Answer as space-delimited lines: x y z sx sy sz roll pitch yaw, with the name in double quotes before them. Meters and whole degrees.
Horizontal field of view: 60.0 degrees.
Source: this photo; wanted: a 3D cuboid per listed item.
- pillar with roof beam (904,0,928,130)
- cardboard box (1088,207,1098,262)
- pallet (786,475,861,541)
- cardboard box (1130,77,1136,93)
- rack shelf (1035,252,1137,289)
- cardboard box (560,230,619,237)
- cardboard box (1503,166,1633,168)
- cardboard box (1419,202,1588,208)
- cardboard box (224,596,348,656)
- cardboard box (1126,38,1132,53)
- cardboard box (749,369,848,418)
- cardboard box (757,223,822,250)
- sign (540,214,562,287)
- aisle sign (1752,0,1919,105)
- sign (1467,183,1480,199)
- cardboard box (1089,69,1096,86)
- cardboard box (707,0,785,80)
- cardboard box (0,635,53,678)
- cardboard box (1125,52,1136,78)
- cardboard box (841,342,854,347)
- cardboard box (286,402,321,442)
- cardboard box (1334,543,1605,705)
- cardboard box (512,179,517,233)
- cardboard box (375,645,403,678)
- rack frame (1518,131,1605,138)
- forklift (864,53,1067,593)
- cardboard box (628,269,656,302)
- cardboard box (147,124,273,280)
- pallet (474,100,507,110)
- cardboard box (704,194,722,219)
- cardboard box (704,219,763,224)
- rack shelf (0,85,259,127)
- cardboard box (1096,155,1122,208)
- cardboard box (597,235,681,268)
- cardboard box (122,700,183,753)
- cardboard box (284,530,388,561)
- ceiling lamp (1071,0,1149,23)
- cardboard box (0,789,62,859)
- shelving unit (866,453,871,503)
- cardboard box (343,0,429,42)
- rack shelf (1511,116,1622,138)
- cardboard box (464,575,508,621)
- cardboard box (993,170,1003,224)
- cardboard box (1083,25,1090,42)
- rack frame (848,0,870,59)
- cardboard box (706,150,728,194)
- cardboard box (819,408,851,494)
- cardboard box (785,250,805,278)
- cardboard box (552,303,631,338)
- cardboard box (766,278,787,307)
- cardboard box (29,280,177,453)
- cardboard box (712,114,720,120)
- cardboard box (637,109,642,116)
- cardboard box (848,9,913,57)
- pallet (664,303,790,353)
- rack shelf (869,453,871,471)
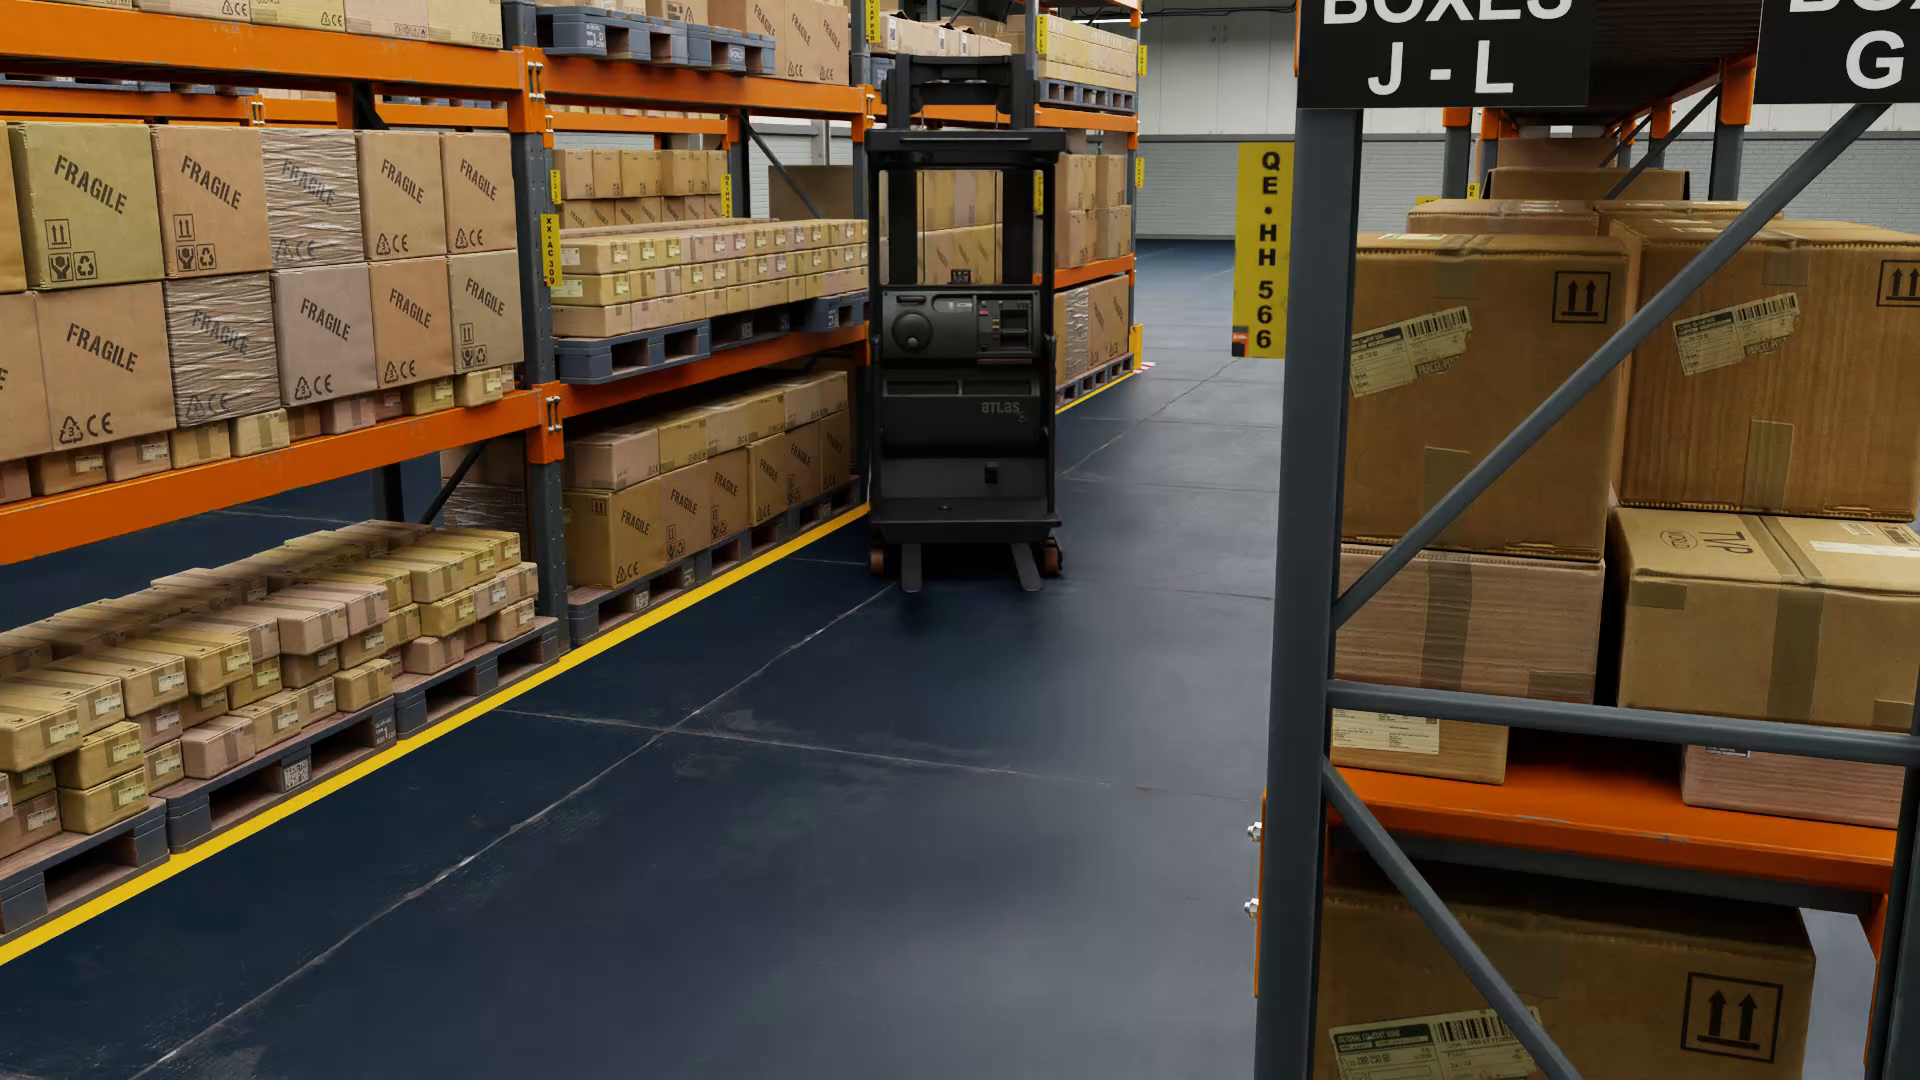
"pillar with roof beam" 2.842 -11.744 41.717 9.100 9.000 0.548 4 14 18
"cardboard box" 0.962 -3.231 17.566 0.875 0.550 0.550 4 14 18
"pallet" -1.347 -0.257 11.141 1.003 0.211 1.213 4 14 18
"cardboard box" 1.709 -4.965 18.153 0.380 0.149 0.250 4 14 18
"rack shelf" 0.849 -2.694 17.166 1.077 0.370 4.000 4 14 18
"cardboard box" -2.102 -1.628 9.162 0.380 0.149 0.250 4 13 17
"cardboard box" 3.316 -1.788 9.101 0.797 0.503 0.637 5 14 20
"cardboard box" 1.710 -0.813 5.290 0.500 0.500 0.500 4 14 18
"cardboard box" -2.608 0.330 6.429 0.380 0.149 0.250 4 13 16
"cardboard box" 1.626 -5.300 17.831 0.380 0.149 0.250 4 14 19
"cardboard box" -1.066 -0.970 10.985 0.500 0.250 0.500 4 13 17
"cardboard box" -1.068 -1.853 10.149 0.380 0.149 0.250 5 14 20
"sign" -1.871 -1.324 7.600 0.100 0.325 0.005 4 14 18
"aisle sign" 1.240 -0.949 2.063 0.394 0.787 0.004 4 14 18
"sign" 3.052 -1.966 9.935 0.100 0.325 0.005 4 14 18
"cardboard box" 1.133 -4.589 16.509 0.380 0.149 0.250 5 14 19
"cardboard box" -1.352 -2.943 9.674 0.500 0.500 0.500 4 14 18
"cardboard box" -3.472 0.446 5.920 0.380 0.149 0.250 5 14 20
"cardboard box" 1.602 -5.130 17.983 0.500 0.250 0.500 5 14 19
"cardboard box" -0.530 -1.195 13.095 1.050 0.750 0.750 5 14 19
"cardboard box" -2.680 -0.464 6.344 0.380 0.149 0.250 4 13 18
"cardboard box" 0.885 0.089 3.028 0.500 0.250 0.500 4 13 17
"cardboard box" -4.447 -3.243 16.120 0.500 0.500 0.500 4 13 17
"cardboard box" -2.579 0.509 6.980 0.380 0.149 0.250 4 13 17
"rack frame" 6.157 -3.087 17.273 1.000 3.000 0.127 4 14 18
"forklift" 0.017 -1.289 9.550 1.130 2.935 3.031 0 13 -2
"cardboard box" -1.742 -1.271 8.267 0.380 0.149 0.250 4 13 17
"cardboard box" -2.776 -1.176 5.757 0.500 0.500 0.500 4 13 17
"pallet" -4.815 -4.207 15.860 1.213 0.211 1.003 4 14 18
"cardboard box" -3.135 -3.860 19.767 0.500 0.500 0.500 4 13 17
"cardboard box" -1.510 -2.013 10.852 0.380 0.149 0.250 4 13 17
"rack shelf" -6.456 -2.807 10.920 1.077 0.370 4.000 4 14 18
"cardboard box" 1.249 -3.867 17.927 0.875 0.550 0.550 4 14 18
"cardboard box" -1.654 -1.474 8.489 0.380 0.149 0.250 4 14 19
"cardboard box" -2.949 0.631 5.776 0.380 0.149 0.250 4 13 16
"cardboard box" -2.839 0.067 7.577 0.380 0.149 0.250 5 14 21
"ceiling lamp" 3.954 -15.007 42.898 2.000 3.185 0.800 4 14 18
"cardboard box" -3.127 0.887 5.322 0.380 0.149 0.250 5 14 19
"shelving unit" -0.428 -0.840 11.387 0.258 1.200 0.503 5 1 -12
"cardboard box" -2.462 -2.101 6.549 0.500 0.250 0.500 4 14 18
"rack shelf" 5.509 -3.778 15.174 1.077 0.370 4.000 4 14 18
"cardboard box" -2.263 0.248 7.454 0.380 0.149 0.250 4 13 16
"cardboard box" 0.047 -3.055 14.659 0.700 0.500 0.500 4 13 17
"cardboard box" 1.052 -4.926 16.191 0.380 0.149 0.250 4 14 18
"rack frame" -1.092 -4.706 10.883 1.000 3.000 0.127 4 14 18
"cardboard box" -3.179 -4.359 19.703 0.700 0.500 0.500 4 13 17
"cardboard box" -1.058 -0.610 11.093 0.500 0.500 0.500 4 14 18
"cardboard box" -1.153 -1.655 9.950 0.380 0.149 0.250 4 14 18
"cardboard box" -1.824 -1.071 8.060 0.380 0.149 0.250 4 13 16
"cardboard box" -1.237 -1.457 9.750 0.380 0.149 0.250 5 14 20
"cardboard box" -2.955 -0.582 5.403 0.500 0.500 0.500 5 14 19
"cardboard box" -3.071 -5.045 19.676 0.380 0.149 0.250 4 14 19
"cardboard box" -3.681 -4.672 18.038 0.380 0.149 0.250 4 14 19
"cardboard box" -0.650 -3.590 11.767 0.500 0.311 0.500 4 14 18
"pallet" -1.694 -1.268 9.733 1.003 0.211 1.213 4 14 18
"rack shelf" -0.457 -0.537 11.391 0.258 0.148 0.480 5 1 -12
